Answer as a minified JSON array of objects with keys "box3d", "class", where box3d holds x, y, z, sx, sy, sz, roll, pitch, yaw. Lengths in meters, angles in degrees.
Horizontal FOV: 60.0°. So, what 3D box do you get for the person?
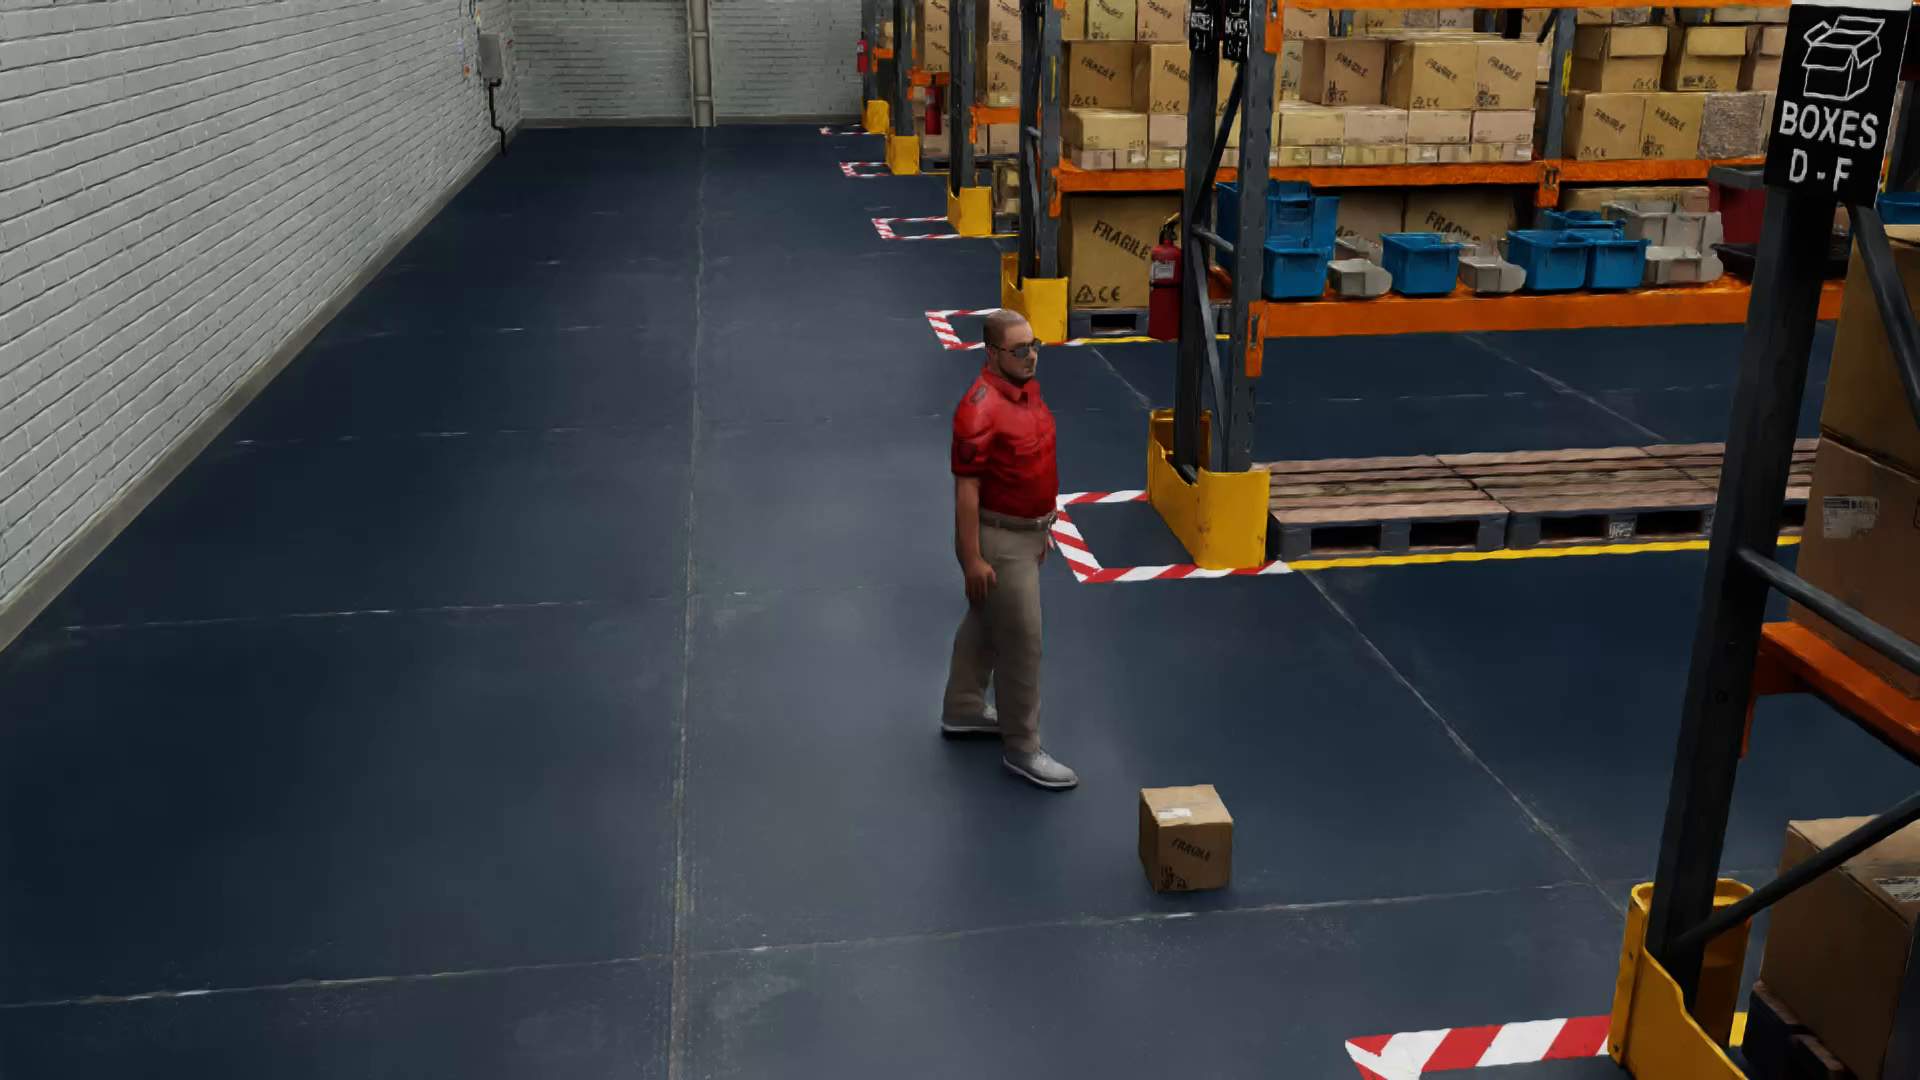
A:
[{"box3d":[0.131,0.013,6.101,0.465,1.569,0.415,7,21,18],"class":"person"}]
